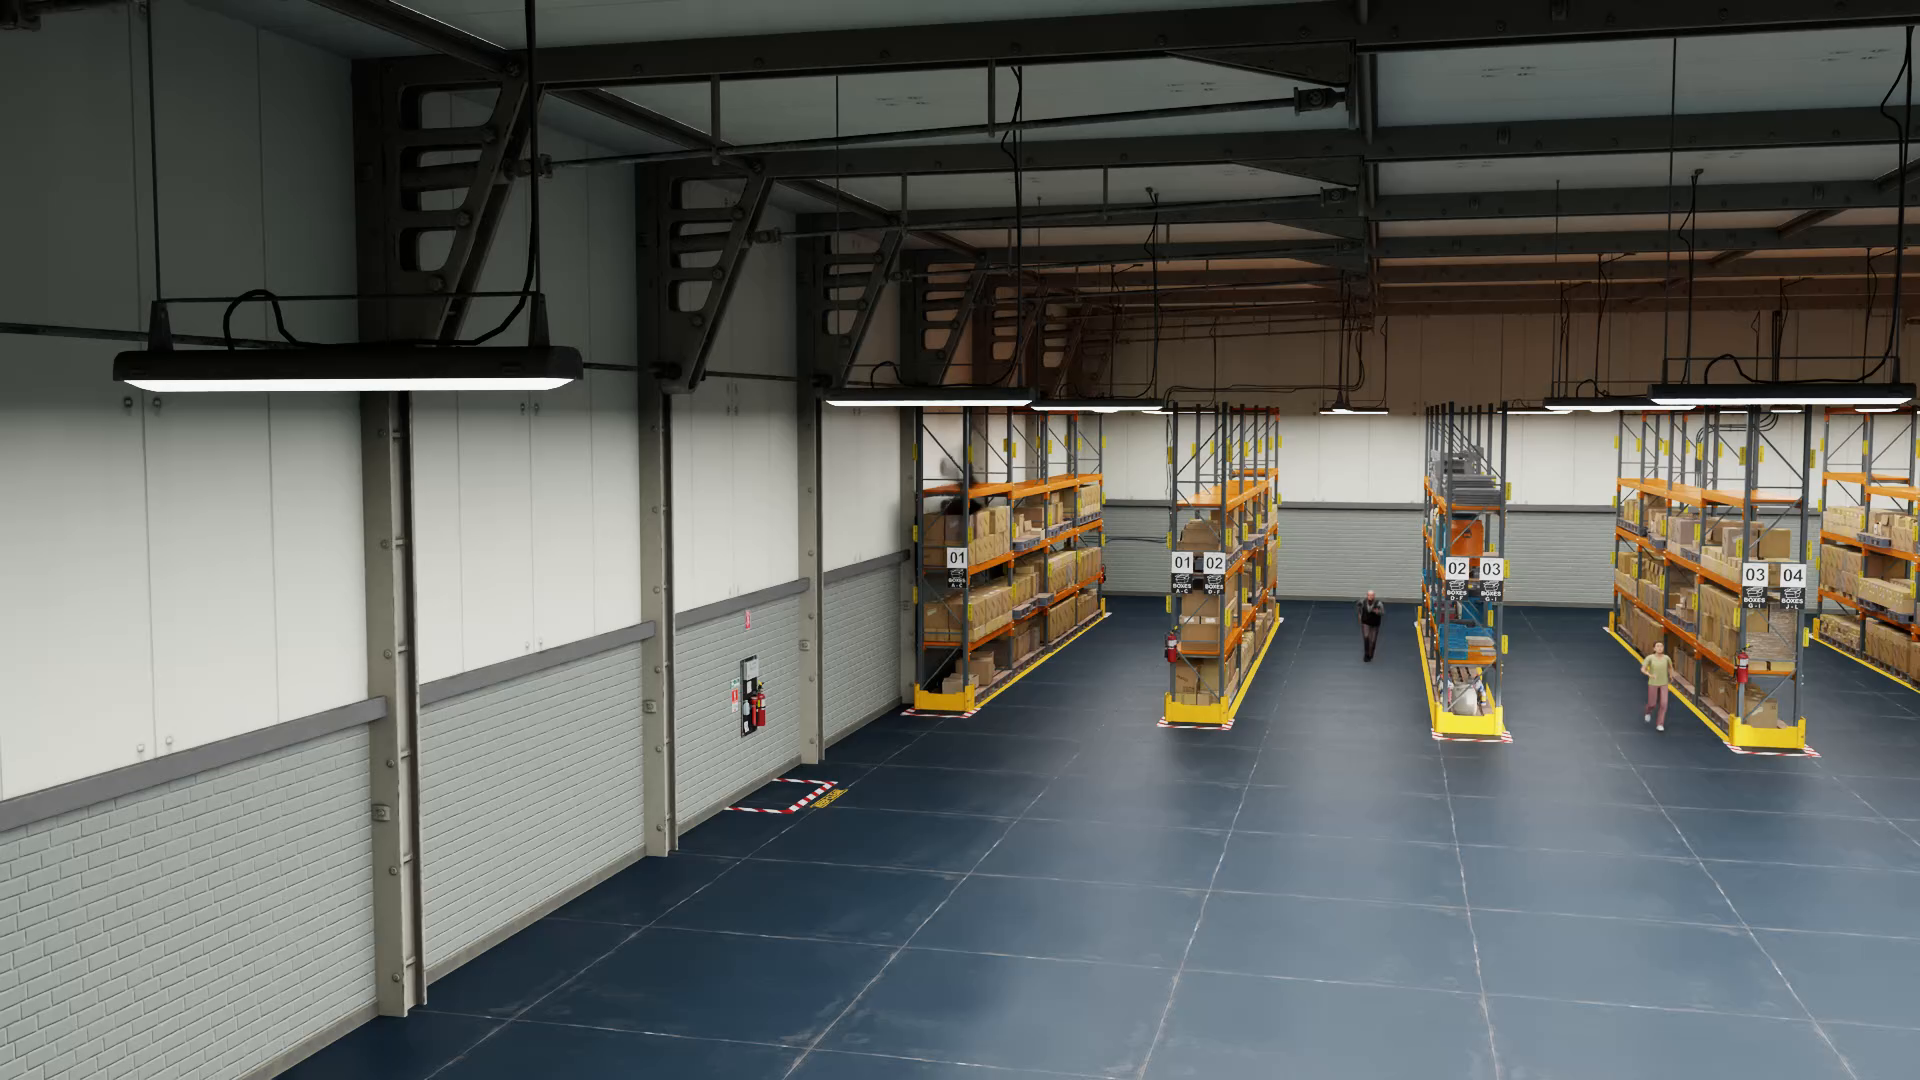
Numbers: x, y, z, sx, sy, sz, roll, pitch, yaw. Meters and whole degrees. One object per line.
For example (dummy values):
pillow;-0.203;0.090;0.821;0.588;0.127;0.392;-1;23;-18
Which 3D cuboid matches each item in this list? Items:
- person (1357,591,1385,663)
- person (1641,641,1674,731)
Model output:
person;9.588;2.012;38.841;0.648;1.694;0.925;1;4;12
person;12.808;2.653;30.512;0.588;1.628;0.758;1;4;9
